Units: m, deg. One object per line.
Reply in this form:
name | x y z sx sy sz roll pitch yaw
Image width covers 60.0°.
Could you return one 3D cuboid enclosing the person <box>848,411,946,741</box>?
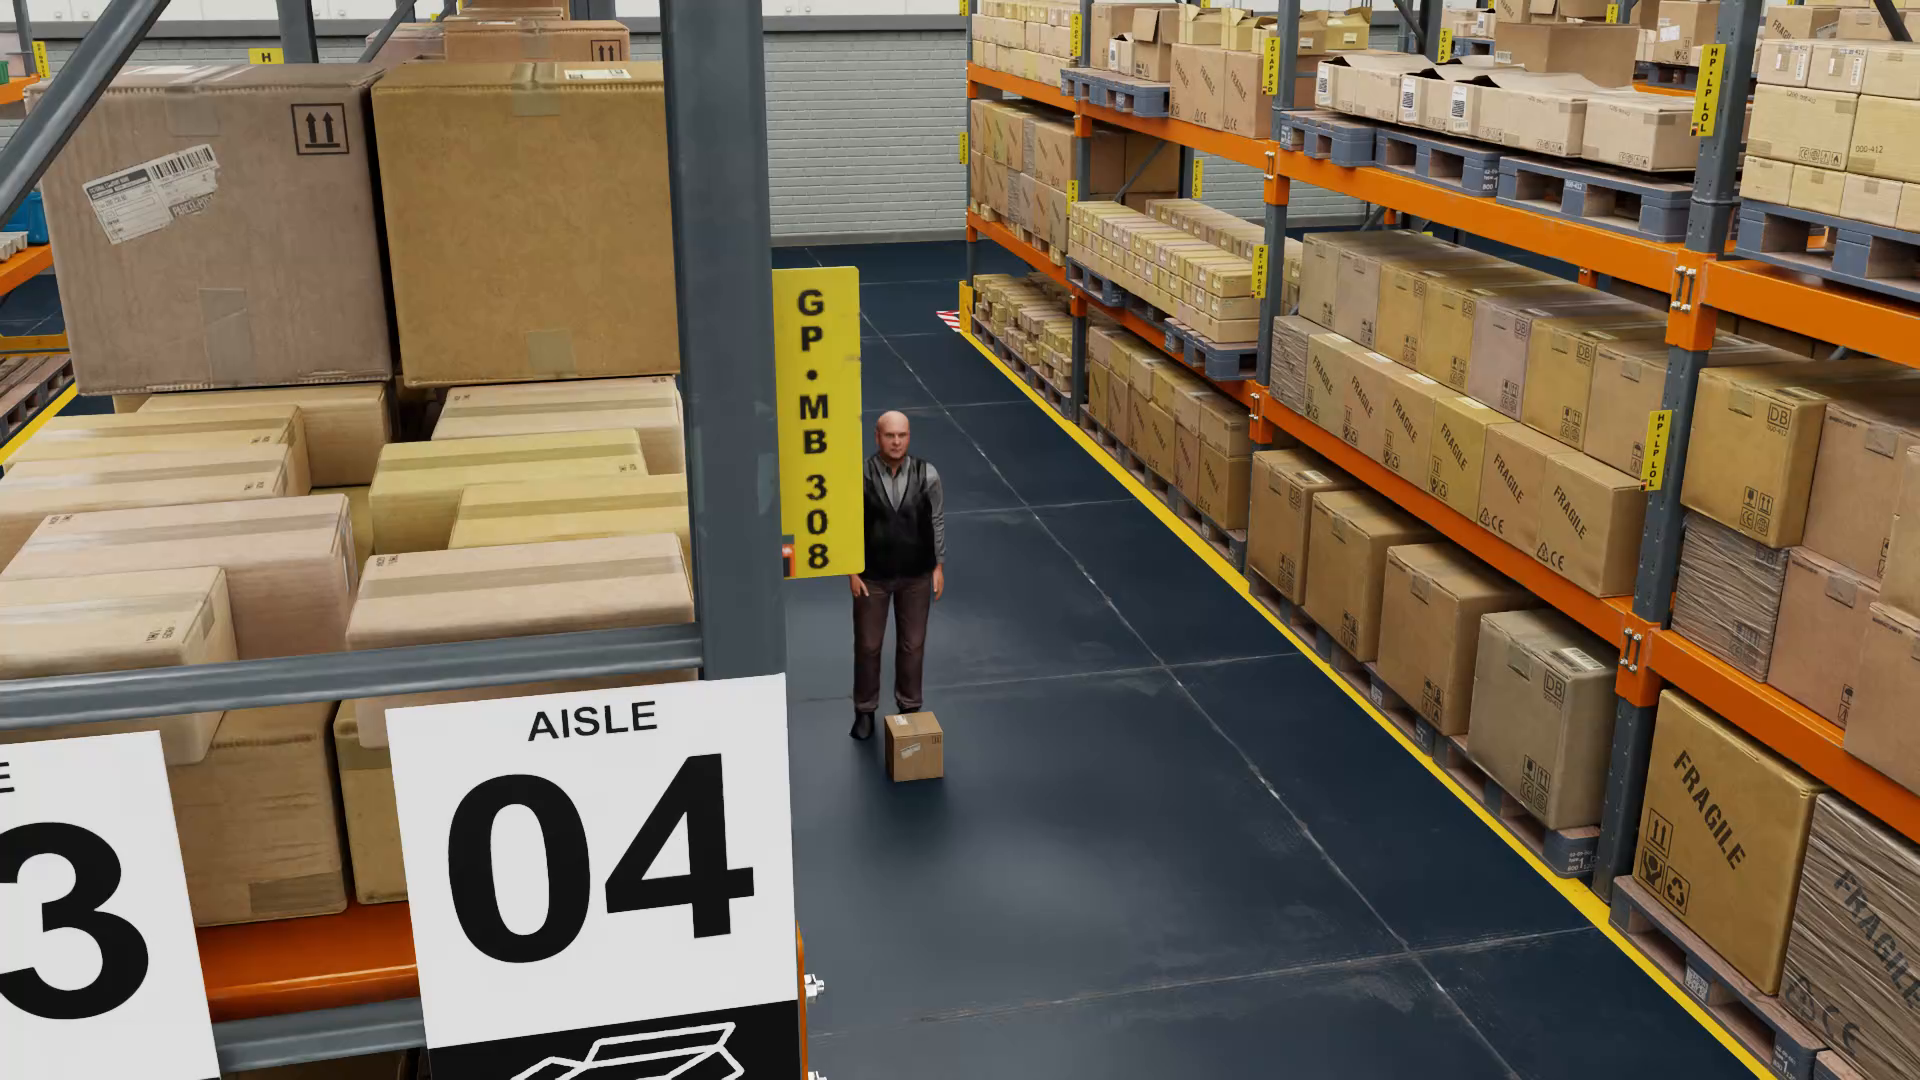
person | -0.337 0.194 8.583 0.541 1.745 0.362 -4 20 -12
